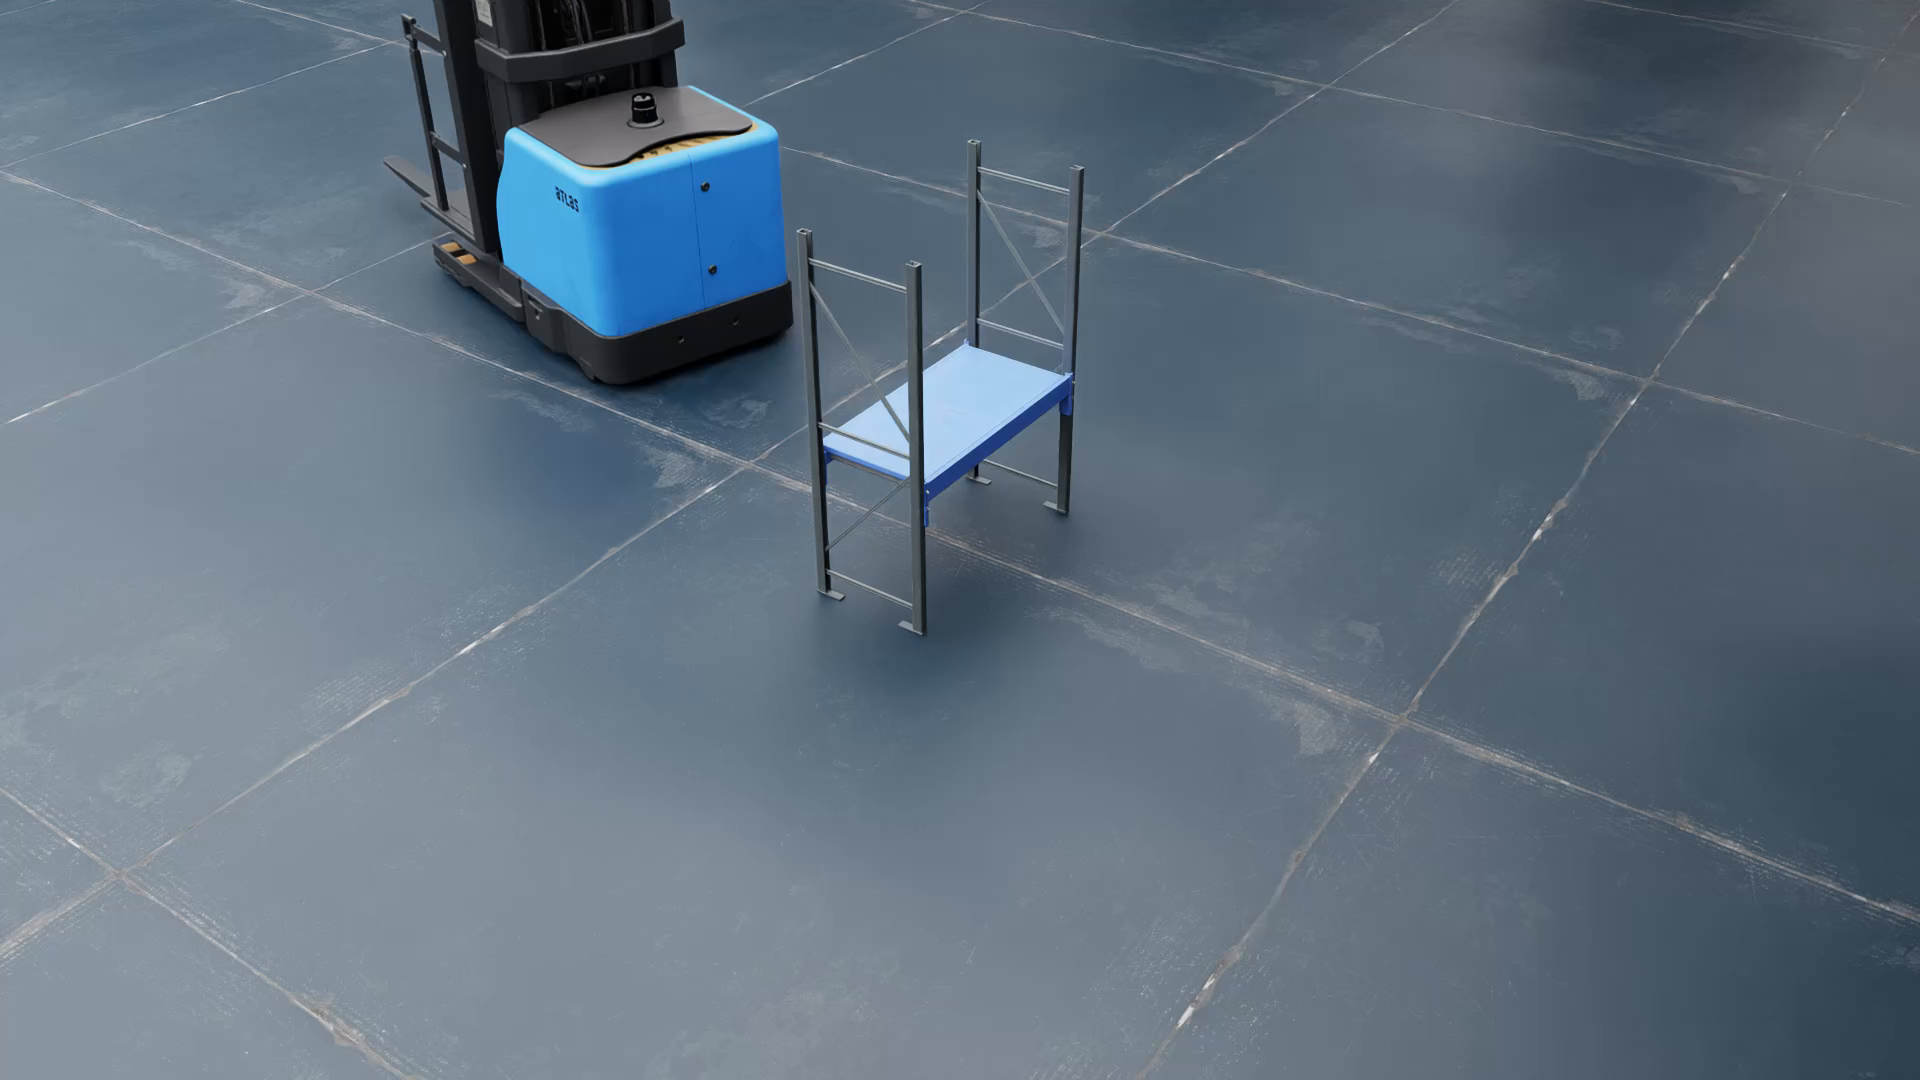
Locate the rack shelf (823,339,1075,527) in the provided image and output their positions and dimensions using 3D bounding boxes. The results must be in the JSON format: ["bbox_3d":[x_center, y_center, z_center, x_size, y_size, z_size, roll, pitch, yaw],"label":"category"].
[{"bbox_3d":[-0.049,-0.433,6.373,0.538,0.185,1.000,21,39,28],"label":"rack shelf"}]

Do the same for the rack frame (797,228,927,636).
[{"bbox_3d":[-0.338,-0.348,5.926,0.500,1.500,0.032,21,39,28],"label":"rack frame"}]

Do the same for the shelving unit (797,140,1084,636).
[{"bbox_3d":[-0.049,-0.582,6.272,0.538,1.500,1.048,21,39,28],"label":"shelving unit"}]

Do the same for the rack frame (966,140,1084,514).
[{"bbox_3d":[0.241,-0.816,6.618,0.500,1.500,0.032,21,39,28],"label":"rack frame"}]

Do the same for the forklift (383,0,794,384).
[{"bbox_3d":[-2.134,-2.695,8.118,1.130,2.935,3.031,-24,41,-31],"label":"forklift"}]
